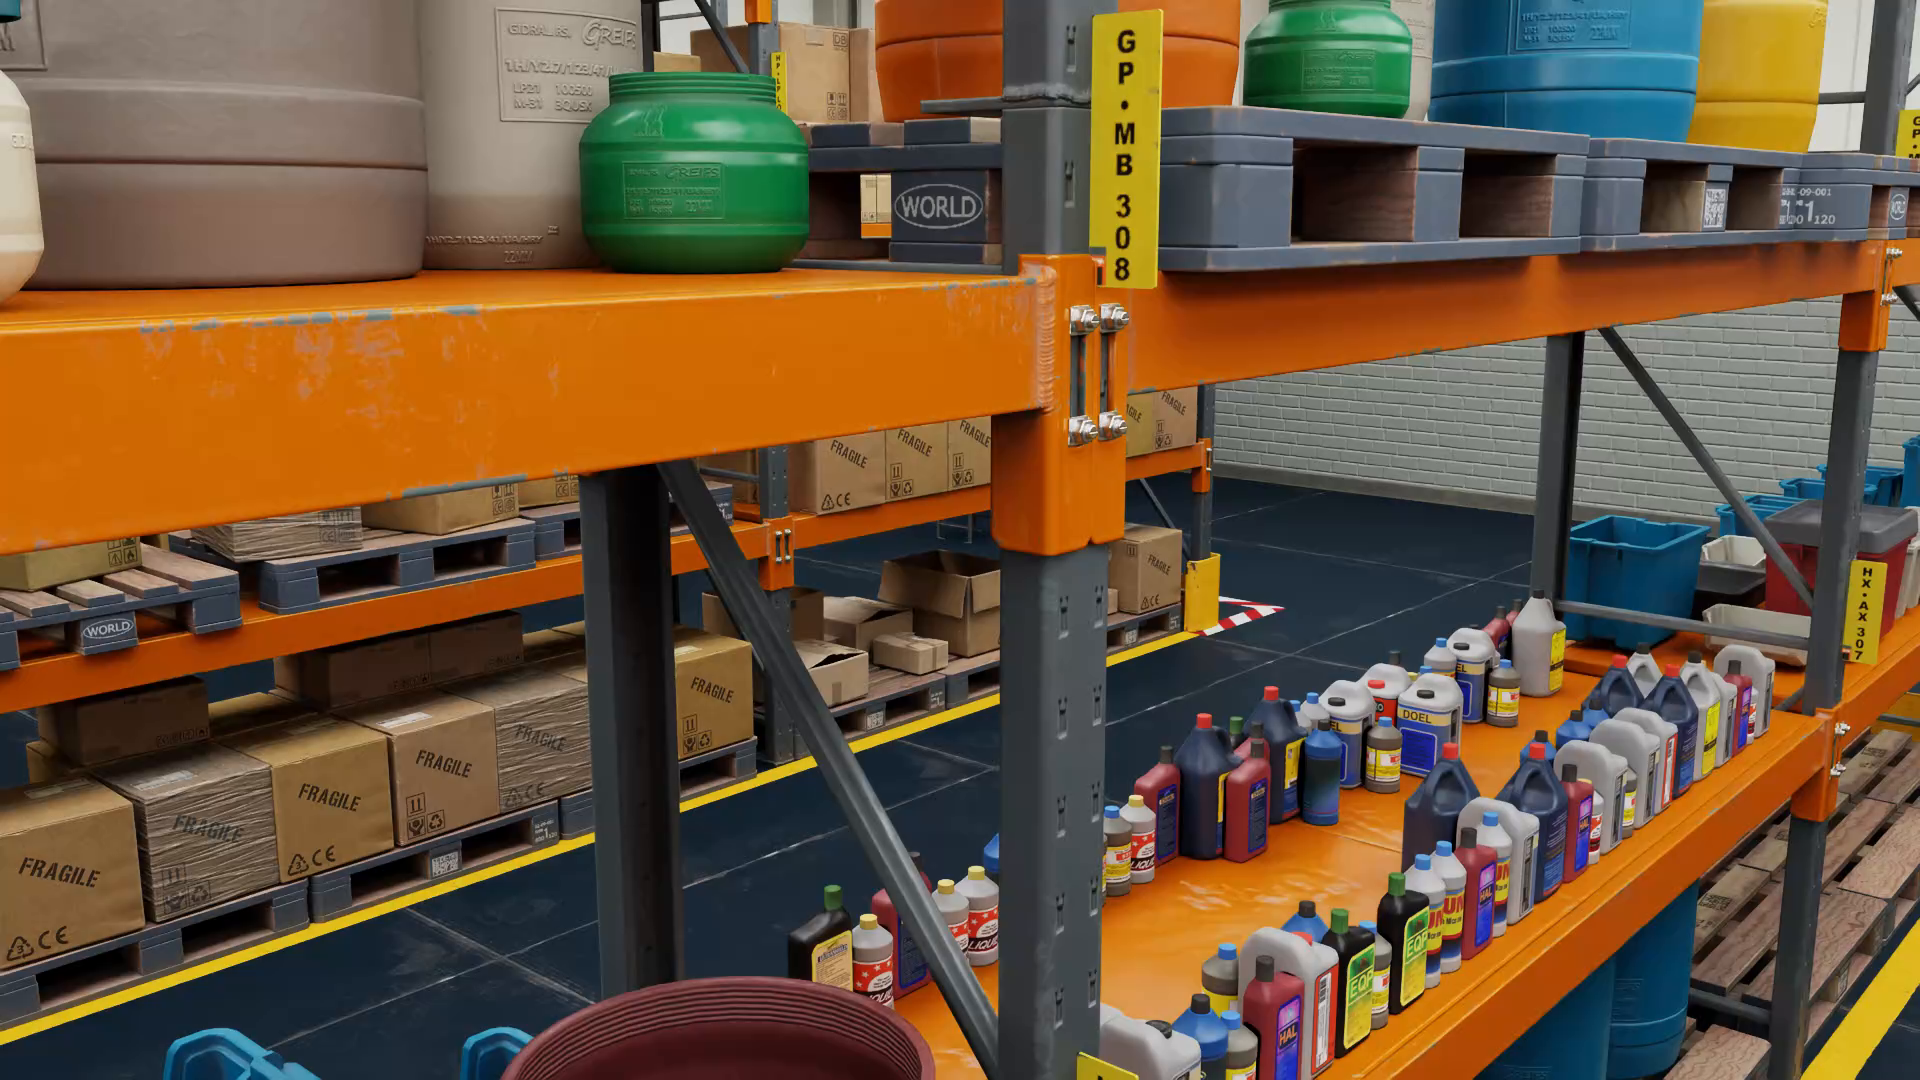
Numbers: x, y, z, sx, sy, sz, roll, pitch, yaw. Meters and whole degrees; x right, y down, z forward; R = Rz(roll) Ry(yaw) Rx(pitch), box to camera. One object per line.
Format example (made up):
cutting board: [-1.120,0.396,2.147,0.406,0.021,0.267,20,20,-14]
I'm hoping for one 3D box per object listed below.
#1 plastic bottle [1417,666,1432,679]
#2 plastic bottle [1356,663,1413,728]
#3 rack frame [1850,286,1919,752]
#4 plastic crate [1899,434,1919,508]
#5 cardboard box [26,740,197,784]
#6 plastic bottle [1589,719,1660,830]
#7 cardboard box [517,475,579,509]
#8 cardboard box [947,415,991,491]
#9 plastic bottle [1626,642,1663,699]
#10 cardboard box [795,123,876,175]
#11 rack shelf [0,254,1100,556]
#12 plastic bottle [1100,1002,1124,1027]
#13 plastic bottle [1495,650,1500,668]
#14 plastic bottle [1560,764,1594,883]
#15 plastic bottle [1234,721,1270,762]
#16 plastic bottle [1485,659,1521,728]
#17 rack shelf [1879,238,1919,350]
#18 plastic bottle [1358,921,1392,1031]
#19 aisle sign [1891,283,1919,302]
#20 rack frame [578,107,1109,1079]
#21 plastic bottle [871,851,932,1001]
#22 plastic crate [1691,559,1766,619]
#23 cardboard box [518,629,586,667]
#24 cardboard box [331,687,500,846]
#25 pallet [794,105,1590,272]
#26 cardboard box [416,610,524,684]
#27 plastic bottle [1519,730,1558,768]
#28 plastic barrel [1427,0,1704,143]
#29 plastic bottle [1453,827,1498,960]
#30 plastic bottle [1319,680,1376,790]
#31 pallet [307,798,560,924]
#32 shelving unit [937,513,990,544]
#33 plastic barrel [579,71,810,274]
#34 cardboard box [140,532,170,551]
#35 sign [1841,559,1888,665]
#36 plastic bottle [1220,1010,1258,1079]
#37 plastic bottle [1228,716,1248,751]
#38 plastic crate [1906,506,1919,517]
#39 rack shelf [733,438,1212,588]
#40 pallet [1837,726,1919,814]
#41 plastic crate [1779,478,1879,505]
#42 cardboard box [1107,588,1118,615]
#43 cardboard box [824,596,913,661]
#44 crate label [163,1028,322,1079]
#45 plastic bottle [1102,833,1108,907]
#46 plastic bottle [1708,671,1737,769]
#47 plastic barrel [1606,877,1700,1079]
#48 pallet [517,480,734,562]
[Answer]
plastic bottle: [1.428,0.489,5.114,0.097,0.201,0.097,0,11,0]
plastic bottle: [1.220,0.507,4.833,0.152,0.276,0.135,10,15,40]
rack frame: [5.063,-0.298,8.544,1.000,3.000,0.127,10,15,40]
plastic crate: [4.982,-0.271,8.167,0.616,0.435,0.499,10,15,40]
cardboard box: [-3.495,1.080,6.903,0.500,0.500,0.500,11,15,43]
plastic bottle: [1.742,0.599,4.370,0.152,0.276,0.135,10,15,40]
cardboard box: [-2.183,-0.455,8.004,0.500,0.500,0.700,-9,15,-39]
cardboard box: [-0.087,-0.588,9.742,0.500,0.500,0.500,10,15,40]
plastic bottle: [1.953,0.474,4.807,0.144,0.351,0.185,10,15,40]
cardboard box: [-0.788,-2.032,8.676,0.500,0.250,0.500,10,15,40]
rack shelf: [-1.538,0.055,0.954,1.077,0.370,4.000,10,15,40]
plastic bottle: [0.196,0.899,2.871,0.152,0.276,0.135,10,15,40]
plastic bottle: [1.709,0.426,5.428,0.097,0.201,0.097,0,11,0]
plastic bottle: [1.471,0.669,3.999,0.061,0.283,0.133,10,15,40]
plastic bottle: [0.739,0.615,4.273,0.061,0.283,0.133,10,15,40]
plastic bottle: [1.695,0.474,5.186,0.097,0.201,0.097,0,11,0]
rack shelf: [3.743,-1.122,6.847,1.077,0.370,4.000,10,15,40]
plastic bottle: [0.801,0.854,3.287,0.097,0.201,0.097,0,11,0]
aisle sign: [4.887,-1.622,8.534,0.394,0.787,0.004,10,15,40]
rack frame: [-0.218,0.879,2.651,1.000,3.000,0.127,10,15,40]
plastic bottle: [-0.119,0.788,3.406,0.061,0.283,0.133,10,15,40]
plastic crate: [2.960,0.197,6.617,0.437,0.125,0.590,10,15,40]
cardboard box: [-2.142,0.779,8.410,0.500,0.500,0.500,10,15,41]
cardboard box: [-2.404,0.990,7.355,0.500,0.500,0.500,9,14,38]
pallet: [0.360,-0.599,2.876,1.003,0.211,1.213,10,15,40]
cardboard box: [-2.458,0.479,8.000,0.500,0.250,0.500,10,15,40]
plastic bottle: [1.483,0.622,4.267,0.097,0.271,0.097,0,11,0]
plastic barrel: [1.411,-1.361,3.857,0.600,0.901,0.708,10,15,40]
plastic bottle: [1.108,0.750,3.593,0.061,0.283,0.133,10,15,40]
plastic bottle: [1.066,0.541,4.662,0.152,0.276,0.135,10,15,40]
pallet: [-2.610,1.322,7.553,1.003,0.211,1.213,10,15,40]
shelving unit: [0.109,-1.054,14.627,0.431,2.100,0.503,10,15,40]
plastic barrel: [-0.343,-0.473,2.157,0.294,0.245,0.294,0,11,0]
cardboard box: [-5.351,-0.030,11.617,0.750,0.750,0.750,10,15,41]
sign: [2.834,0.226,5.213,0.100,0.325,0.005,10,15,40]
plastic bottle: [0.472,0.927,2.919,0.097,0.201,0.097,0,11,0]
plastic bottle: [0.693,0.607,4.313,0.061,0.283,0.133,10,15,40]
plastic crate: [4.661,-0.055,7.846,0.396,0.136,0.243,10,15,40]
rack shelf: [0.024,-0.292,10.350,1.077,0.370,4.000,10,15,40]
pallet: [4.489,1.186,8.235,1.003,0.211,1.213,10,15,40]
plastic crate: [4.218,-0.155,8.101,0.416,0.233,0.300,10,15,40]
cardboard box: [0.836,0.395,11.187,0.380,0.166,0.250,10,15,40]
cardboard box: [-0.638,0.522,10.183,0.500,0.311,0.500,10,15,40]
crate label: [-1.077,0.973,2.091,0.502,0.435,0.616,10,15,40]
plastic bottle: [0.292,0.742,3.846,0.097,0.201,0.097,0,11,0]
plastic bottle: [2.164,0.505,4.841,0.152,0.276,0.135,10,15,40]
plastic barrel: [2.051,1.192,5.372,0.600,0.901,0.708,10,15,40]
pallet: [-1.905,-0.153,8.307,1.003,0.211,1.213,10,15,40]
